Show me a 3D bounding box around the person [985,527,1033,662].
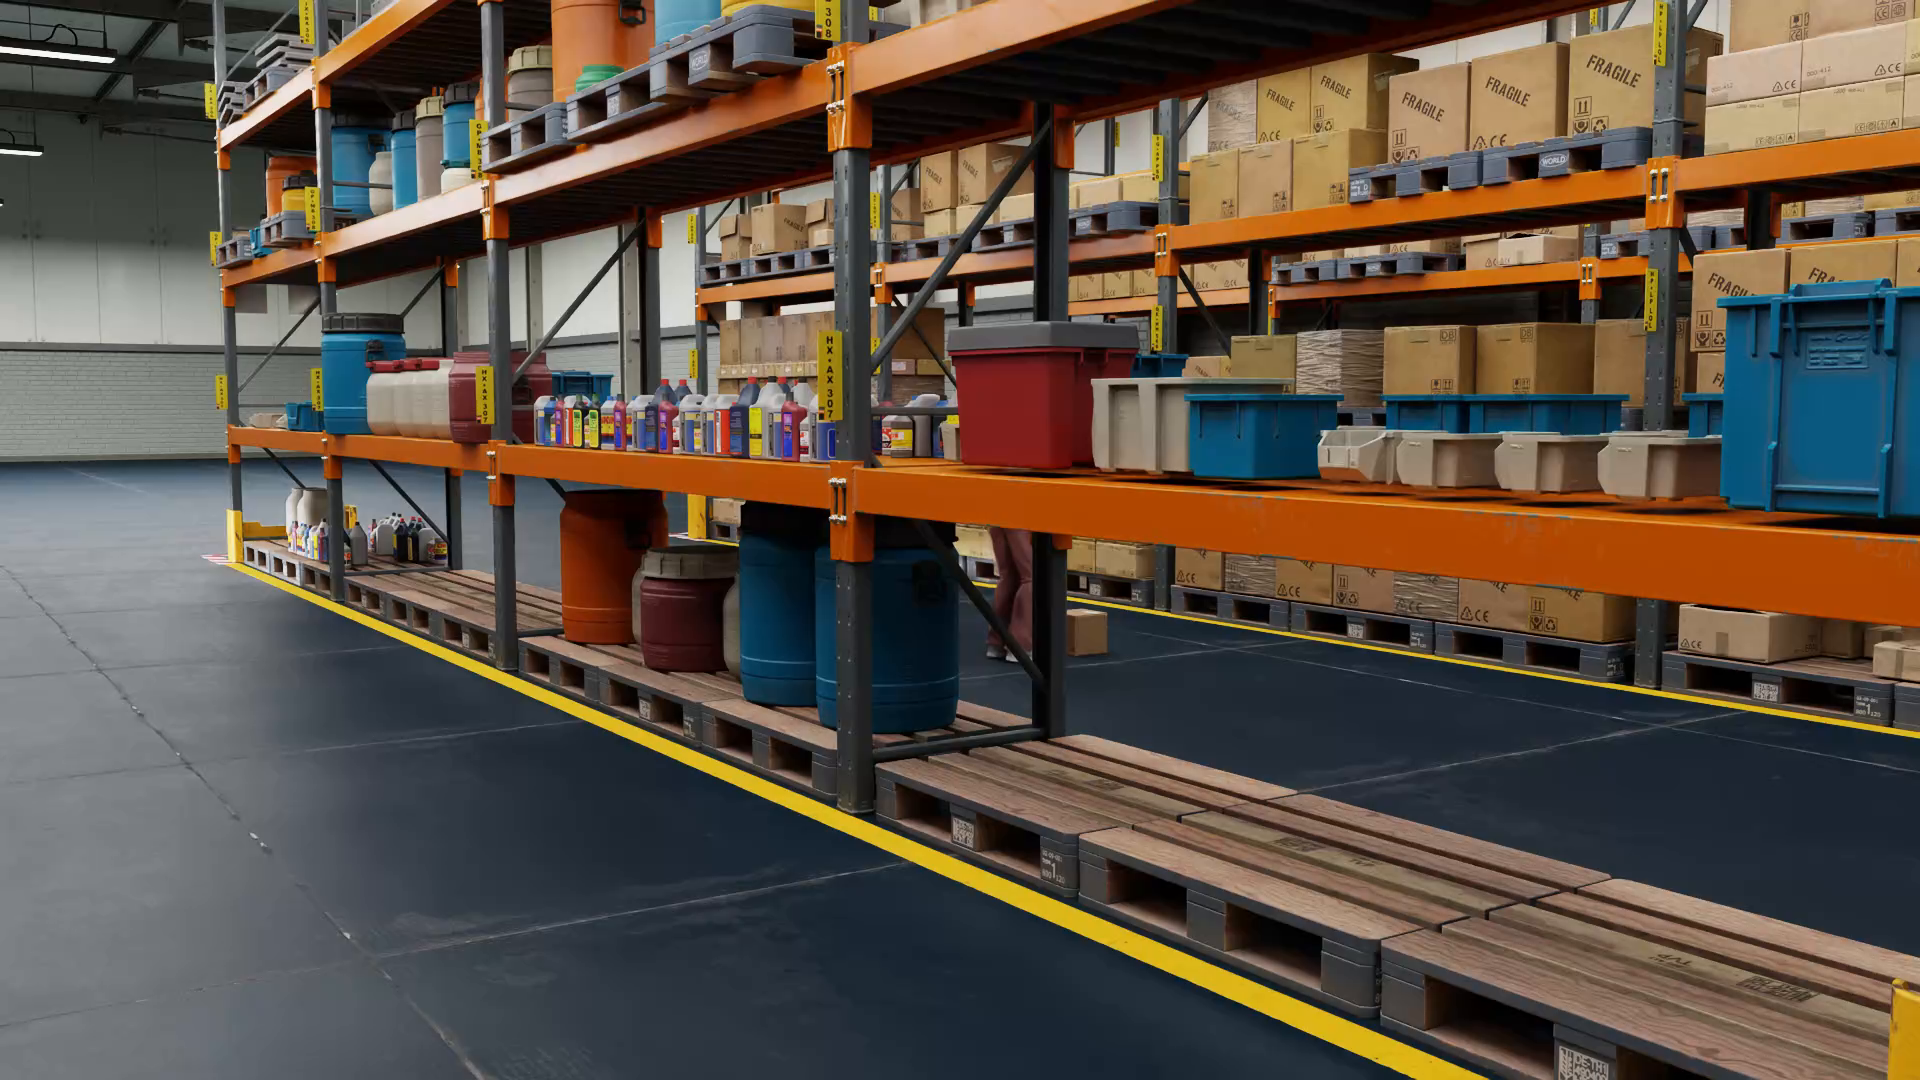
[{"bbox_3d":[0.322,-0.106,9.974,0.343,1.657,0.458,-3,6,-32],"label":"person"}]
